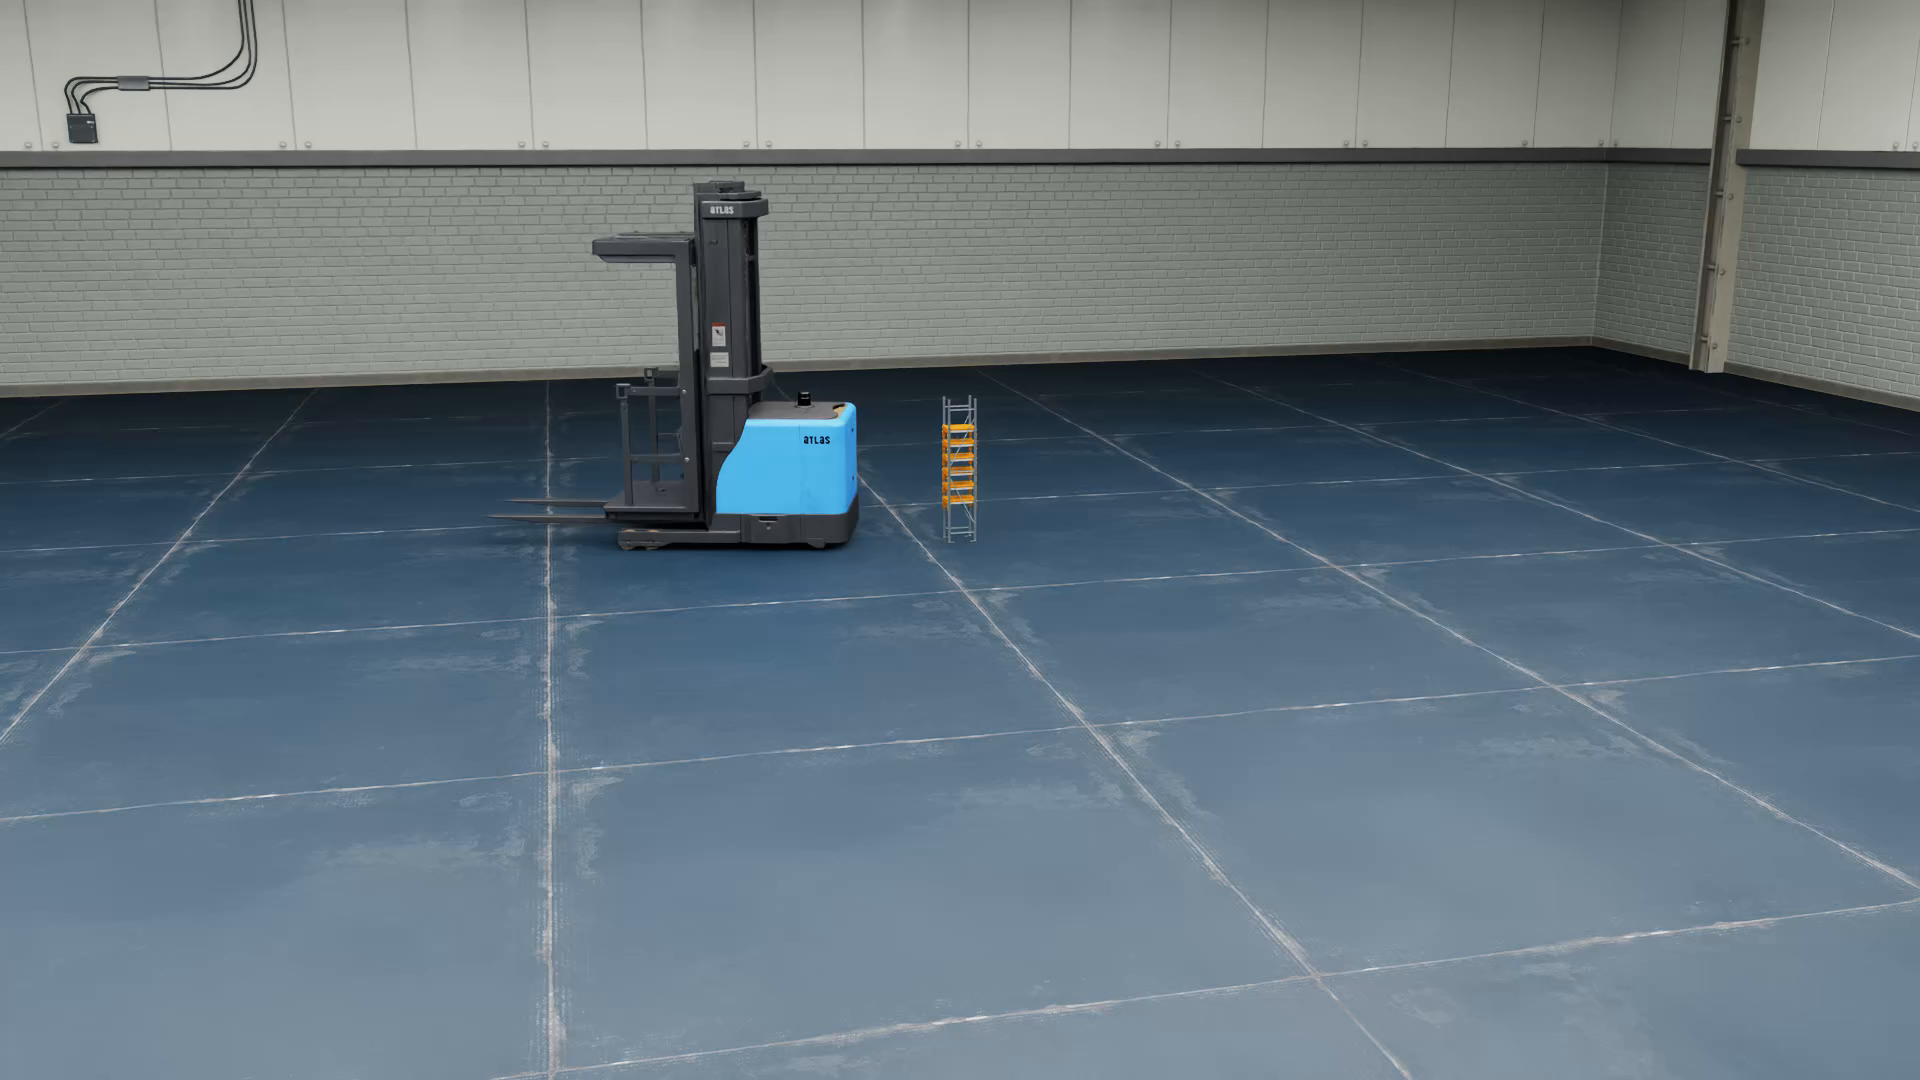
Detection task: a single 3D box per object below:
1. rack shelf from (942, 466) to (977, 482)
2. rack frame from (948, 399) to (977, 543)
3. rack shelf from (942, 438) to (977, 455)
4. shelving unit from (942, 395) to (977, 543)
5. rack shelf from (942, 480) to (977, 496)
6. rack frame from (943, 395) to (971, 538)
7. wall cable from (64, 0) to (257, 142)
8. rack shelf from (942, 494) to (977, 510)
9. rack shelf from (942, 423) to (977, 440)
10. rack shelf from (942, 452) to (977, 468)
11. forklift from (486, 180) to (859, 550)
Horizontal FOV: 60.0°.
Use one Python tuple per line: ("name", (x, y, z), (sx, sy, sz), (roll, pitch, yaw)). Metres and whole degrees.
("rack shelf", (-0.003, -0.543, 13.809), (0.258, 0.103, 0.180), (-3, 14, -13))
("rack frame", (0.018, -0.565, 13.712), (0.240, 1.200, 0.006), (-3, 14, -13))
("rack shelf", (-0.003, -0.776, 13.752), (0.258, 0.103, 0.180), (-3, 14, -13))
("shelving unit", (-0.003, -0.586, 13.798), (0.258, 1.200, 0.189), (-3, 14, -13))
("rack shelf", (-0.003, -0.426, 13.837), (0.258, 0.103, 0.180), (-3, 14, -13))
("rack frame", (-0.025, -0.607, 13.885), (0.240, 1.200, 0.006), (-3, 14, -13))
("wall cable", (-10.068, -7.980, 20.463), (2.305, 6.003, 0.169), (-3, 14, -13))
("rack shelf", (-0.003, -0.310, 13.866), (0.258, 0.103, 0.180), (-3, 14, -13))
("rack shelf", (-0.003, -0.893, 13.723), (0.258, 0.103, 0.180), (-3, 14, -13))
("rack shelf", (-0.003, -0.660, 13.780), (0.258, 0.103, 0.180), (-3, 14, -13))
("forklift", (-2.408, -1.466, 13.752), (3.031, 2.935, 1.130), (1, 14, 2))
